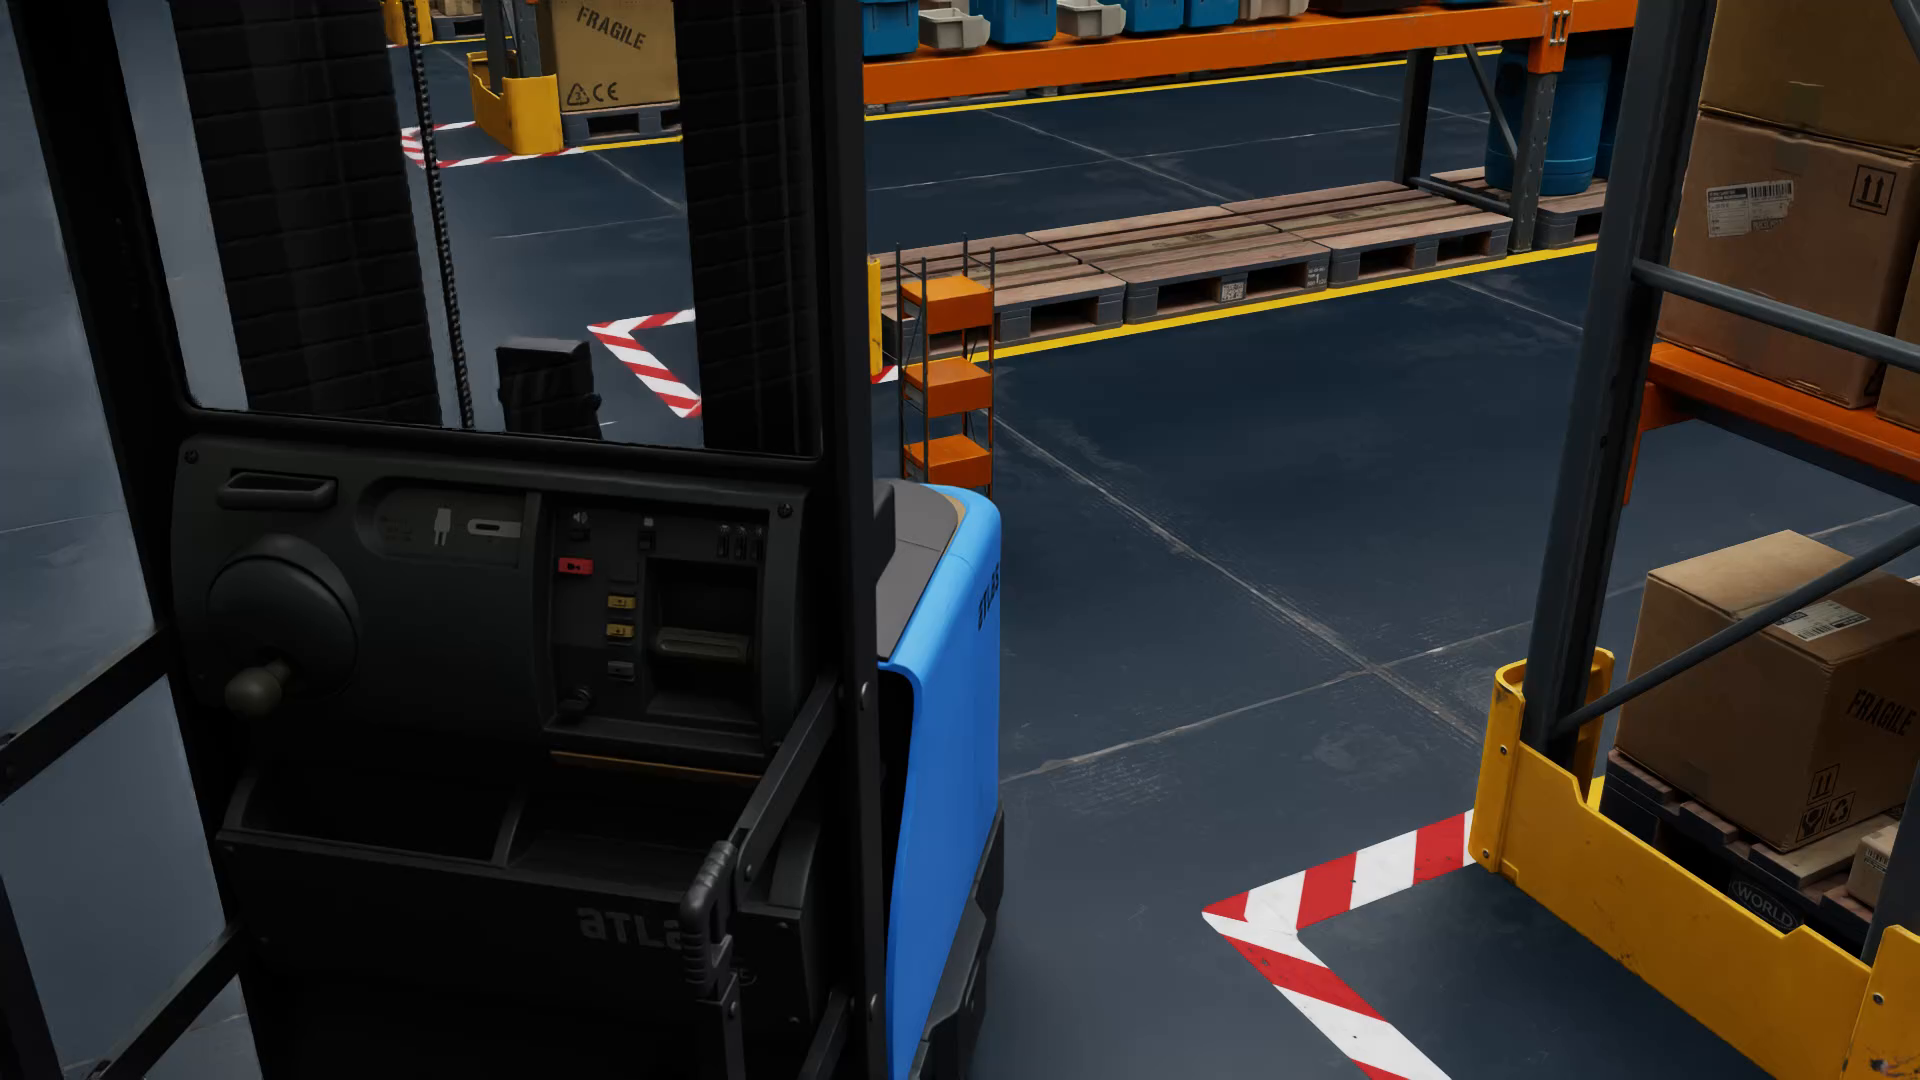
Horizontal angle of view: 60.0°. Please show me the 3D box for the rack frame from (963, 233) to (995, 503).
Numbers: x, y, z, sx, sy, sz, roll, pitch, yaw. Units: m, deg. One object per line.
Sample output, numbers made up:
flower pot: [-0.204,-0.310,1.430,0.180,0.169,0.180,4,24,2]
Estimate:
rack frame: [0.060,-0.487,5.552,0.008,1.050,0.200,-13,29,-25]

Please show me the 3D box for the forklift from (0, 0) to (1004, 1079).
forklift: [-0.709,0.117,2.121,1.130,2.935,3.031,5,26,11]

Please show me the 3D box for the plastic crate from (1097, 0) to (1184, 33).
plastic crate: [0.807,-2.419,7.448,0.300,0.233,0.416,-13,29,-25]

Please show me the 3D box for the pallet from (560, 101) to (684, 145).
pallet: [-2.389,-3.102,11.968,1.213,0.211,1.003,-13,29,-25]

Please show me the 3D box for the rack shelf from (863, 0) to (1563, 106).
rack shelf: [1.037,-2.358,8.027,4.000,0.370,1.077,-13,29,-25]

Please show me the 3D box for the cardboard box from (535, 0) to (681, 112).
cardboard box: [-2.531,-3.559,11.667,0.875,0.875,0.875,-13,29,-25]

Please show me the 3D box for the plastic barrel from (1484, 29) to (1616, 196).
plastic barrel: [3.290,-2.438,9.300,0.708,0.901,0.600,-13,29,-25]

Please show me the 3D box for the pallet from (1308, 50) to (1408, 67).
pallet: [3.270,-4.407,14.686,1.213,0.211,1.003,-13,29,-25]

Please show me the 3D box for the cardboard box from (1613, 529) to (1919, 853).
cardboard box: [1.964,0.341,3.954,0.500,0.500,0.500,-13,29,-25]

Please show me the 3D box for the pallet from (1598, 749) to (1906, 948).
pallet: [2.370,0.696,4.056,1.213,0.211,1.003,-13,29,-25]

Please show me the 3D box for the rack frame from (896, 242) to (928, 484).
rack frame: [-0.155,-0.438,5.448,0.008,1.050,0.200,-13,29,-25]

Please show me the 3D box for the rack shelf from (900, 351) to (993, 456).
rack shelf: [-0.047,-0.453,5.505,0.240,0.259,0.215,-13,29,-25]

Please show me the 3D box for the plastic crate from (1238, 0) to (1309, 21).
plastic crate: [1.407,-2.529,7.786,0.466,0.136,0.293,-13,29,-25]

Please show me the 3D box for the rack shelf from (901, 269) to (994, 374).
rack shelf: [-0.047,-0.709,5.382,0.240,0.259,0.215,-13,29,-25]

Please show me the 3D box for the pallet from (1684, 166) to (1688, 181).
pallet: [4.580,-2.224,10.139,1.213,0.211,1.003,-13,29,-25]

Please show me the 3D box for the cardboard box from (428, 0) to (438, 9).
cardboard box: [-4.937,-5.173,15.866,0.250,0.149,0.380,-12,28,-24]

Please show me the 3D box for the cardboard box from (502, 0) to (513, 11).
cardboard box: [-4.282,-5.108,15.732,0.250,0.149,0.380,-13,28,-25]

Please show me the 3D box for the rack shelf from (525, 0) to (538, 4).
rack shelf: [-1.293,-4.250,11.967,4.000,0.370,1.077,-13,29,-25]

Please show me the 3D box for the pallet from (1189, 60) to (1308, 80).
pallet: [2.195,-4.160,14.172,1.213,0.211,1.003,-13,29,-25]

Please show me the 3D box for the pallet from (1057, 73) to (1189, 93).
pallet: [1.117,-3.910,13.650,1.213,0.211,1.003,-13,29,-25]

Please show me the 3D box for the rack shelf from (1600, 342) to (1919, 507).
rack shelf: [3.365,-0.466,4.086,4.000,0.370,1.077,-13,29,-25]

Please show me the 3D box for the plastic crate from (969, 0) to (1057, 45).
plastic crate: [0.226,-2.285,7.168,0.300,0.233,0.416,-13,29,-25]

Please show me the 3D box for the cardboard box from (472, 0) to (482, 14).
cardboard box: [-4.498,-5.055,15.621,0.250,0.149,0.380,-13,29,-25]

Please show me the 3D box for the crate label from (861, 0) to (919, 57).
crate label: [-0.355,-2.151,6.889,0.303,0.233,0.416,-13,29,-25]

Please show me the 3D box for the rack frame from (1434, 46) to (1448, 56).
rack frame: [4.001,-5.796,14.356,0.127,3.000,1.000,-13,29,-25]

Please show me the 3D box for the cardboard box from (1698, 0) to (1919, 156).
cardboard box: [1.863,-1.074,3.251,0.500,0.500,0.500,-13,29,-26]

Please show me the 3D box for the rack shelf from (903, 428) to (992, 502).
rack shelf: [-0.047,-0.202,5.625,0.240,0.259,0.215,-13,29,-25]

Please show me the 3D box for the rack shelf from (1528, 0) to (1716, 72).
rack shelf: [4.567,-3.173,9.724,4.000,0.370,1.077,-13,29,-25]

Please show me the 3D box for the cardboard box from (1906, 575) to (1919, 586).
cardboard box: [2.816,0.272,4.387,0.500,0.250,0.500,-13,29,-25]

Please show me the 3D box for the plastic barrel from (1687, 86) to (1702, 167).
plastic barrel: [4.455,-2.487,9.854,0.421,0.512,0.421,0,26,0]

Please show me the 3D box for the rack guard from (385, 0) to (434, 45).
rack guard: [-5.236,-4.970,15.524,0.348,0.500,1.175,-13,29,-25]

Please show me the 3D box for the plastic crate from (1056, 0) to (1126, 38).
plastic crate: [0.566,-2.280,7.268,0.298,0.136,0.250,-13,29,-25]

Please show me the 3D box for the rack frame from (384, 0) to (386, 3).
rack frame: [-5.303,-6.082,14.951,0.127,3.000,1.000,-13,29,-25]

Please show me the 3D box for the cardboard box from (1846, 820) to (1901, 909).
cardboard box: [2.131,0.750,3.507,0.250,0.149,0.380,-13,29,-25]

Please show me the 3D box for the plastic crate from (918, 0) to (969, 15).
plastic crate: [-0.093,-2.419,7.557,0.243,0.136,0.396,-13,29,-25]

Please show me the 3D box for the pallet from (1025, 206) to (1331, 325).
pallet: [1.094,-1.418,8.460,1.213,0.211,1.003,-13,29,-25]

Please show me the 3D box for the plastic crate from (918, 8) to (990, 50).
plastic crate: [-0.033,-2.142,6.980,0.298,0.136,0.250,-13,29,-25]

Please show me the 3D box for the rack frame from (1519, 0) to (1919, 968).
rack frame: [1.600,-0.383,3.081,0.127,3.000,1.000,-13,29,-25]

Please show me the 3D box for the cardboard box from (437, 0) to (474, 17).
cardboard box: [-4.690,-4.970,15.445,0.250,0.149,0.380,-12,28,-24]

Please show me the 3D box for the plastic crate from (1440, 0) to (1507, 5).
plastic crate: [2.551,-2.884,8.241,0.575,0.384,0.392,-13,29,-25]

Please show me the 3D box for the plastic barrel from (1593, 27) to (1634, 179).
plastic barrel: [3.915,-2.582,9.601,0.708,0.901,0.600,-13,29,-25]

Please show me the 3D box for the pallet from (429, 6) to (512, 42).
pallet: [-4.502,-4.992,15.903,1.213,0.211,1.003,-13,29,-25]

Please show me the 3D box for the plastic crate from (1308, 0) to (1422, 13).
plastic crate: [1.941,-2.662,8.078,0.590,0.125,0.437,-13,29,-25]

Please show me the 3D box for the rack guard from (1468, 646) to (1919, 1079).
rack guard: [1.667,0.729,3.655,0.348,0.500,1.175,-13,29,-25]

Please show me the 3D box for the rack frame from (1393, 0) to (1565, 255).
rack frame: [2.802,-3.090,8.720,0.127,3.000,1.000,-13,29,-25]

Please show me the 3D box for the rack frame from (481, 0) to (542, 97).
rack frame: [-3.058,-4.167,10.963,0.127,3.000,1.000,-13,29,-25]

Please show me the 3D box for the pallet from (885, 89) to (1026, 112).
pallet: [-0.236,-3.599,13.003,1.213,0.211,1.003,-13,29,-25]

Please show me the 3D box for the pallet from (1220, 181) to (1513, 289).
pallet: [2.171,-1.668,8.981,1.213,0.211,1.003,-13,29,-25]

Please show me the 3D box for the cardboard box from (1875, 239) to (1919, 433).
cardboard box: [2.116,-0.417,3.038,0.500,0.500,0.500,-12,28,-24]

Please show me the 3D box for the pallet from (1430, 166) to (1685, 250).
pallet: [3.502,-1.974,9.618,1.213,0.211,1.003,-13,29,-25]

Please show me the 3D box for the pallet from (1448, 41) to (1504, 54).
pallet: [4.691,-4.698,15.290,1.213,0.211,1.003,-13,29,-25]

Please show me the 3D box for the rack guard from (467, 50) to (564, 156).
rack guard: [-3.079,-3.035,11.494,0.348,0.500,1.175,-13,29,-25]

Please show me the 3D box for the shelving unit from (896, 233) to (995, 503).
shelving unit: [-0.047,-0.462,5.500,0.252,1.050,0.215,-13,29,-25]

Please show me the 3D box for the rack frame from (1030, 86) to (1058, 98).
rack frame: [0.471,-4.981,12.660,0.127,3.000,1.000,-13,29,-25]

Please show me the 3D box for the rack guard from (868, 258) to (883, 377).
rack guard: [-0.743,-1.138,7.544,0.348,0.500,1.175,-13,29,-25]

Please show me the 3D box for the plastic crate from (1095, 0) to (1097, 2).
plastic crate: [0.656,-2.606,7.946,0.250,0.136,0.298,-13,29,-25]

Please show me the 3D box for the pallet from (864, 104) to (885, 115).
pallet: [-1.314,-3.349,12.482,1.213,0.211,1.003,-13,29,-25]

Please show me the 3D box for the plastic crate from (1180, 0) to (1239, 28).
plastic crate: [1.072,-2.481,7.575,0.300,0.233,0.416,-13,29,-25]

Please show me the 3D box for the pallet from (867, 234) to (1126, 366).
pallet: [0.018,-1.171,7.946,1.213,0.211,1.003,-13,29,-25]

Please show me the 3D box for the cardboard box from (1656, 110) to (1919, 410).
cardboard box: [1.867,-0.623,3.466,0.500,0.500,0.500,-12,28,-24]
